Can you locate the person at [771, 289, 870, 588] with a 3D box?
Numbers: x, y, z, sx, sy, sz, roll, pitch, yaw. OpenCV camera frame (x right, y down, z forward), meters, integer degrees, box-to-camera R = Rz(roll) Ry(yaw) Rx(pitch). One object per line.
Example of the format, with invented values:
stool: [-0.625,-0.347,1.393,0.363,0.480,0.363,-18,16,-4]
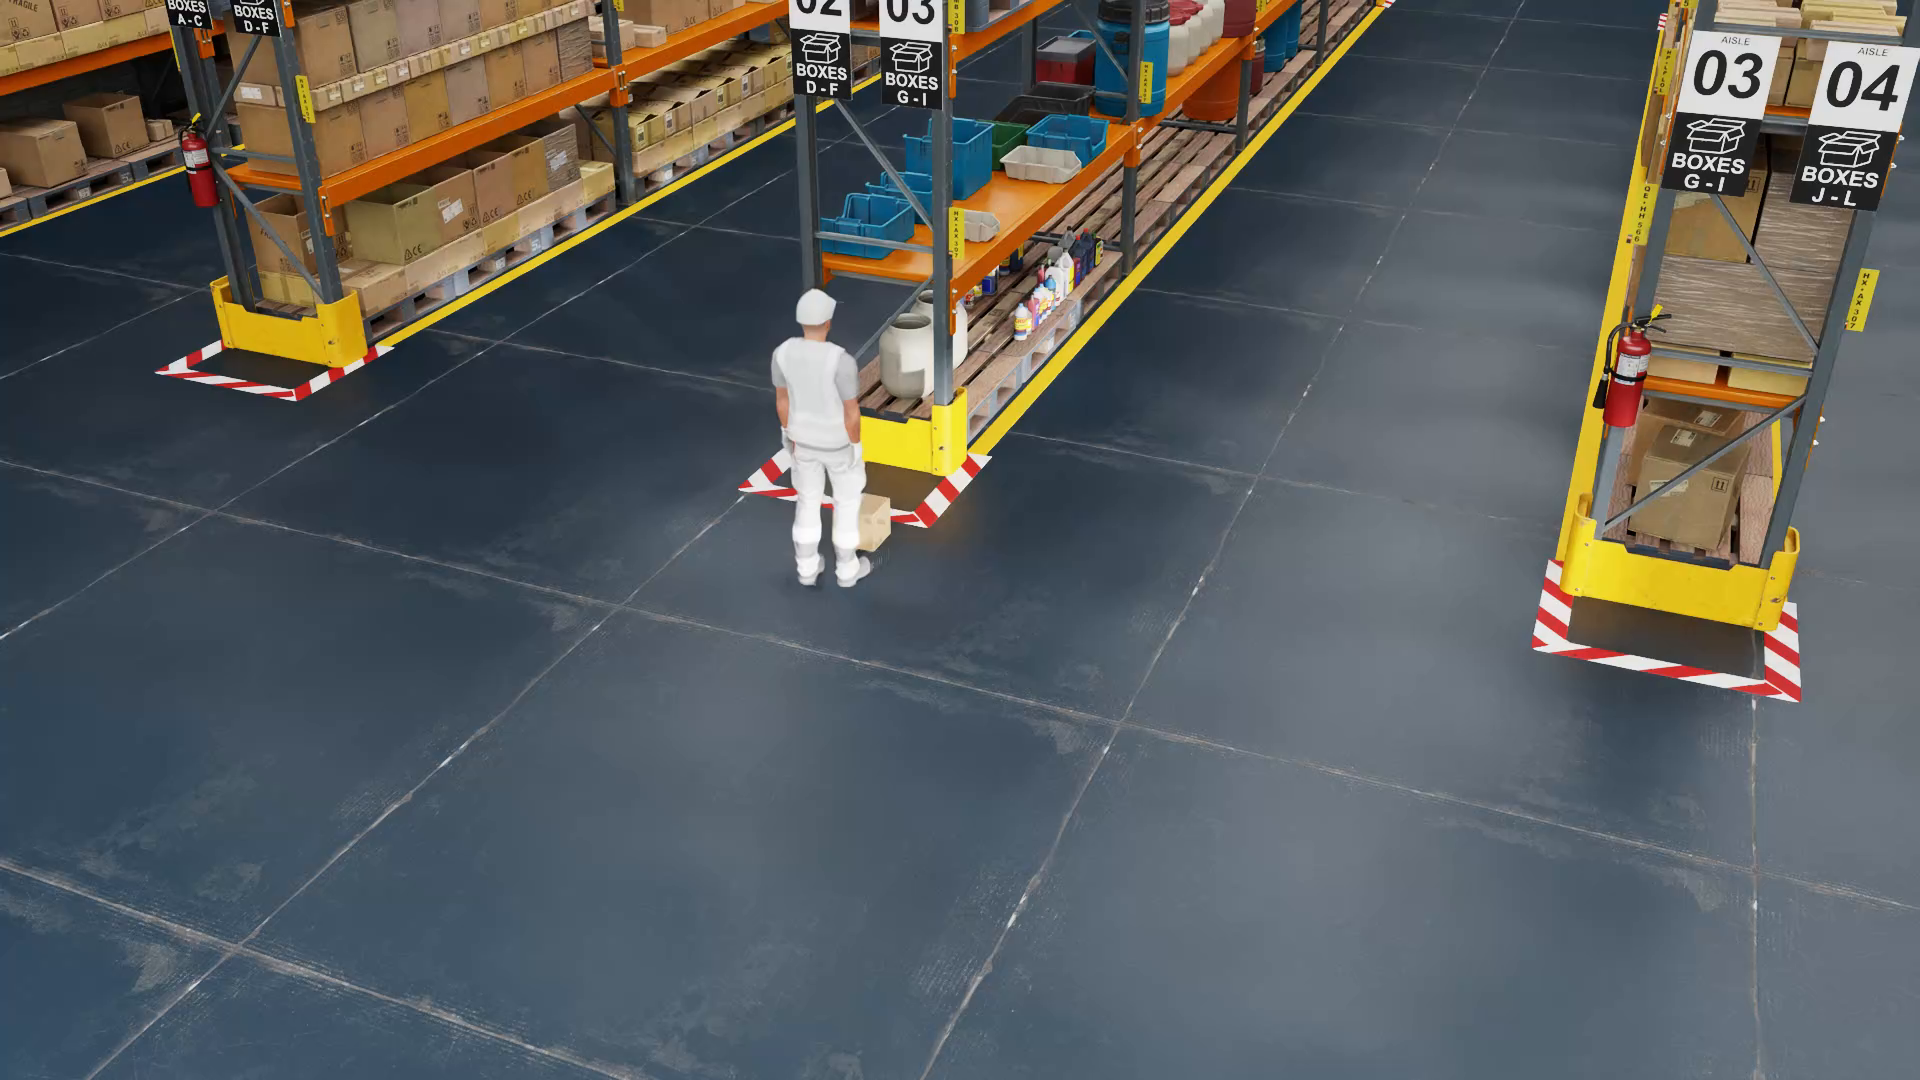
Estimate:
person: [-0.771,-0.577,9.402,0.524,1.788,0.367,12,32,20]
